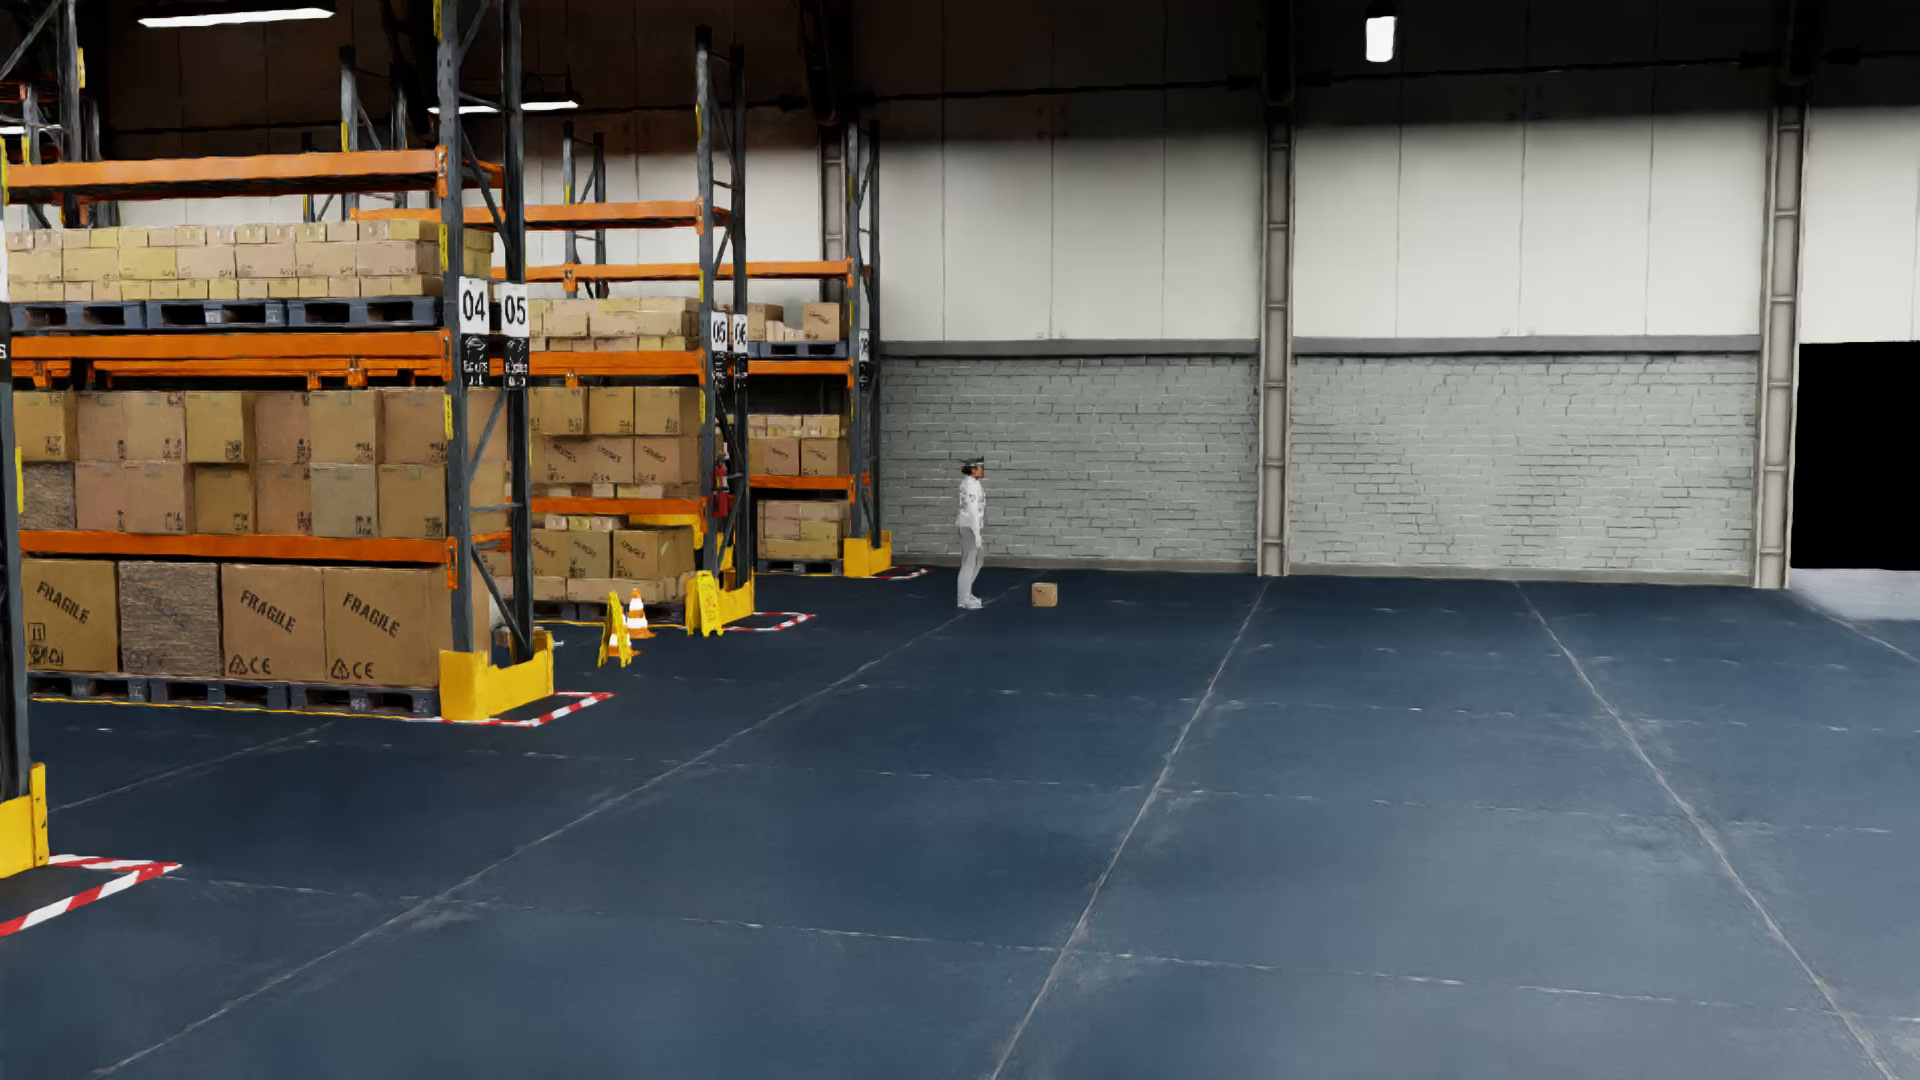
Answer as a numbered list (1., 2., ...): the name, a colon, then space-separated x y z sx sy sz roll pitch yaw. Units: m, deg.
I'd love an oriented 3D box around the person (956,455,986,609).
1. person: 0.119 -0.097 18.365 0.347 1.680 0.562 -1 5 -9
